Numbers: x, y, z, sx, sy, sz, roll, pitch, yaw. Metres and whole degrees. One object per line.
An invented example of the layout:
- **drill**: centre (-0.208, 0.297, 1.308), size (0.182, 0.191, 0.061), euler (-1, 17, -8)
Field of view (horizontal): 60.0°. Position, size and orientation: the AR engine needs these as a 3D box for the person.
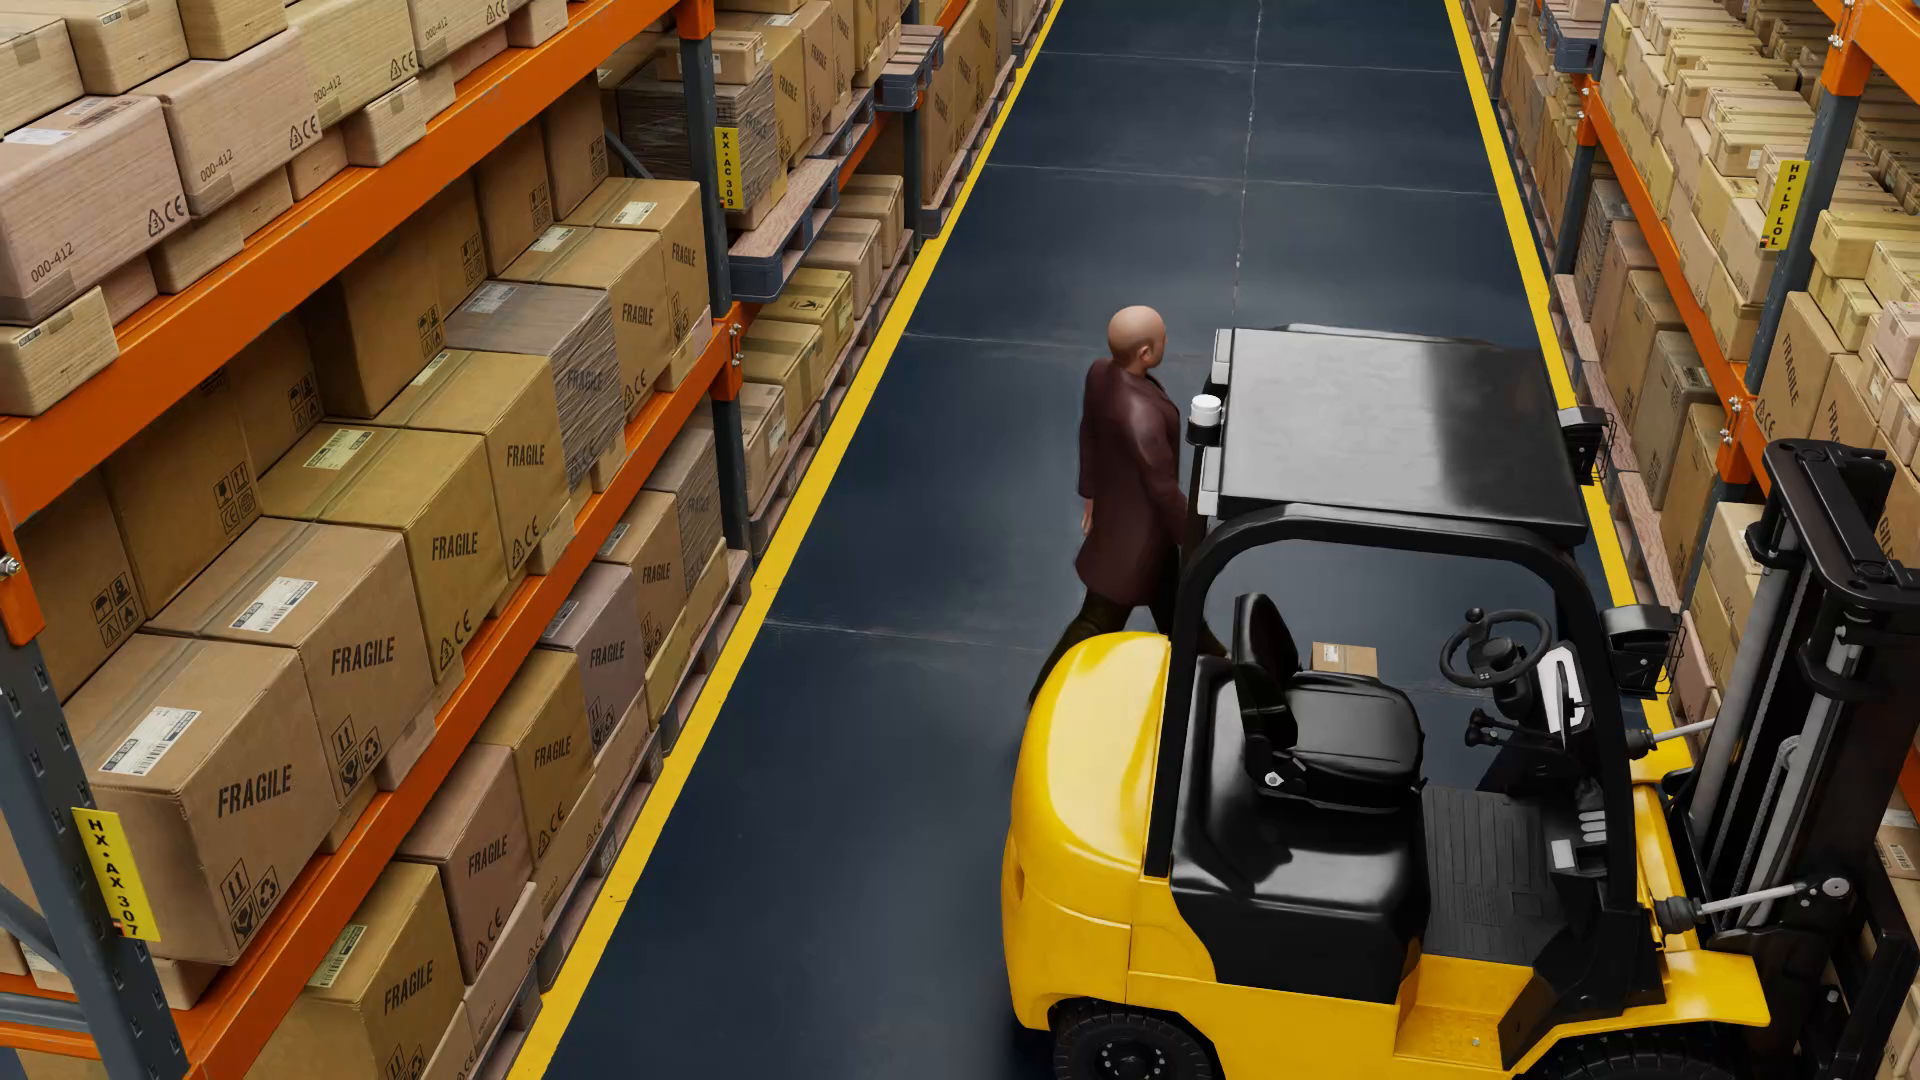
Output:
- **person**: centre (0.750, -0.075, 6.252), size (1.020, 1.735, 0.607), euler (-3, 32, -5)
